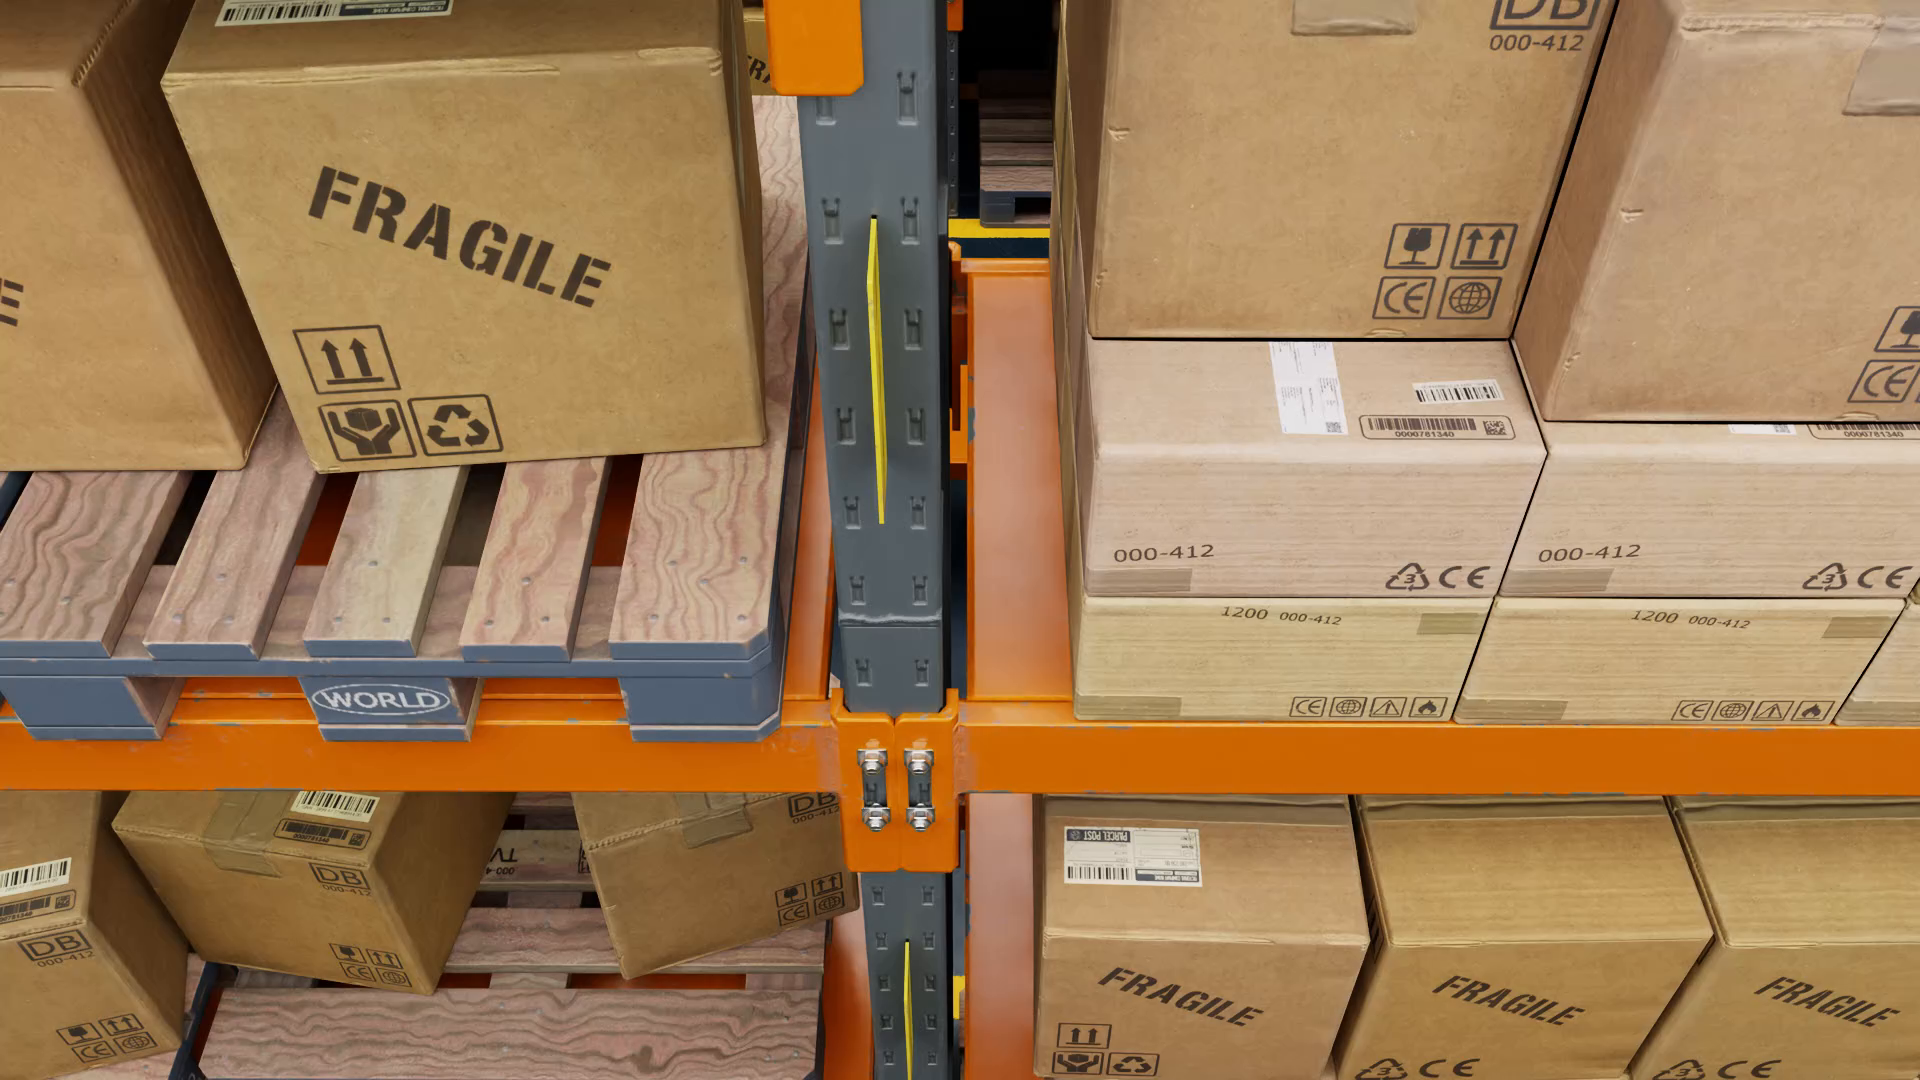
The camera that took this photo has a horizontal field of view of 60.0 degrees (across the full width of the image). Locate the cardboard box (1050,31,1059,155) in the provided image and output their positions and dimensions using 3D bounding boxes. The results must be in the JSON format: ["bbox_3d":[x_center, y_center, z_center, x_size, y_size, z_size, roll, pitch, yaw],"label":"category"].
[{"bbox_3d":[0.678,-2.077,7.555,0.500,0.500,0.700,1,47,1],"label":"cardboard box"}]

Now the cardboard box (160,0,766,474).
[{"bbox_3d":[-0.588,-0.525,2.217,0.600,0.600,0.600,-4,47,-4],"label":"cardboard box"}]

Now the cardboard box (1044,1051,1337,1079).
[{"bbox_3d":[0.424,0.930,3.267,0.500,0.500,0.500,1,47,1],"label":"cardboard box"}]

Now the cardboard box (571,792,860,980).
[{"bbox_3d":[-0.557,0.421,3.453,0.500,0.500,0.700,-14,49,-13],"label":"cardboard box"}]

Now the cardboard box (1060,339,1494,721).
[{"bbox_3d":[0.401,-0.025,2.277,0.500,0.250,0.500,0,47,0],"label":"cardboard box"}]

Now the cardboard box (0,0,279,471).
[{"bbox_3d":[-1.256,-0.510,2.203,0.600,0.600,0.600,0,47,0],"label":"cardboard box"}]

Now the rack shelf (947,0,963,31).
[{"bbox_3d":[1.930,-2.612,7.123,4.000,0.370,1.077,0,47,0],"label":"rack shelf"}]

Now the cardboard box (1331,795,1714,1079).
[{"bbox_3d":[0.902,0.597,2.894,0.500,0.500,0.500,-1,47,-1],"label":"cardboard box"}]

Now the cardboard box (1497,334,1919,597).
[{"bbox_3d":[0.901,-0.195,2.094,0.500,0.250,0.500,0,47,0],"label":"cardboard box"}]

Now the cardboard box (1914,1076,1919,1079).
[{"bbox_3d":[1.437,0.932,3.265,0.500,0.500,0.500,0,47,0],"label":"cardboard box"}]

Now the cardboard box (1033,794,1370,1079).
[{"bbox_3d":[0.386,0.596,2.895,0.500,0.500,0.500,1,47,1],"label":"cardboard box"}]

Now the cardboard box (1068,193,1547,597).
[{"bbox_3d":[0.401,-0.195,2.094,0.500,0.250,0.500,0,47,0],"label":"cardboard box"}]

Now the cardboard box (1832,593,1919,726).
[{"bbox_3d":[1.401,-0.018,2.271,0.500,0.250,0.500,0,47,0],"label":"cardboard box"}]

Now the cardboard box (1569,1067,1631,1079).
[{"bbox_3d":[0.936,0.929,3.268,0.500,0.500,0.500,1,47,1],"label":"cardboard box"}]

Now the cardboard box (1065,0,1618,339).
[{"bbox_3d":[0.402,-0.660,2.014,0.500,0.500,0.700,0,47,0],"label":"cardboard box"}]

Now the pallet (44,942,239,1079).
[{"bbox_3d":[-2.140,0.820,3.569,1.213,0.211,1.003,0,47,0],"label":"pallet"}]

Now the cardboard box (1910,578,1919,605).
[{"bbox_3d":[1.401,-0.185,2.084,0.500,0.250,0.500,0,47,0],"label":"cardboard box"}]

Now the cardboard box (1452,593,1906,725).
[{"bbox_3d":[0.901,-0.021,2.273,0.500,0.250,0.500,0,47,0],"label":"cardboard box"}]

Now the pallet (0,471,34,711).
[{"bbox_3d":[-1.773,-0.248,2.511,1.003,0.211,1.213,0,47,0],"label":"pallet"}]

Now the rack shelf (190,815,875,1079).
[{"bbox_3d":[-2.084,1.003,3.759,4.000,0.370,1.077,0,47,0],"label":"rack shelf"}]

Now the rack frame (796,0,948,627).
[{"bbox_3d":[-0.084,-1.281,1.294,0.127,3.000,1.000,0,47,0],"label":"rack frame"}]

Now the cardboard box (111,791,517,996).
[{"bbox_3d":[-1.245,0.466,3.412,0.500,0.500,0.700,7,47,6],"label":"cardboard box"}]

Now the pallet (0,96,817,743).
[{"bbox_3d":[-0.736,-0.248,2.511,1.003,0.211,1.213,0,47,0],"label":"pallet"}]

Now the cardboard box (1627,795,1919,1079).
[{"bbox_3d":[1.416,0.599,2.892,0.500,0.500,0.500,-1,47,-1],"label":"cardboard box"}]

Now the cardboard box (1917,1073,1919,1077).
[{"bbox_3d":[1.932,0.599,2.891,0.500,0.500,0.500,1,47,1],"label":"cardboard box"}]

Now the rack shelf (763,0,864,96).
[{"bbox_3d":[-2.084,-0.905,1.709,4.000,0.370,1.077,0,47,0],"label":"rack shelf"}]

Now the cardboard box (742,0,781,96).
[{"bbox_3d":[-0.720,-2.180,7.411,0.750,0.750,0.750,1,47,1],"label":"cardboard box"}]

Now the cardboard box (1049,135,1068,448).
[{"bbox_3d":[0.403,-0.401,2.627,0.500,0.250,0.500,0,47,0],"label":"cardboard box"}]

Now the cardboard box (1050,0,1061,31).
[{"bbox_3d":[0.534,-2.444,7.453,0.250,0.149,0.380,0,47,0],"label":"cardboard box"}]

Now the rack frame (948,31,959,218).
[{"bbox_3d":[-0.070,-2.863,6.865,0.127,3.000,1.000,0,47,0],"label":"rack frame"}]

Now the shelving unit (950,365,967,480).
[{"bbox_3d":[-0.076,-0.511,5.701,1.083,1.500,0.587,0,47,0],"label":"shelving unit"}]

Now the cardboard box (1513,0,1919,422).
[{"bbox_3d":[0.902,-0.555,1.917,0.500,0.500,0.700,0,47,0],"label":"cardboard box"}]

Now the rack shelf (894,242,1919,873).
[{"bbox_3d":[1.916,-0.008,2.650,4.000,0.370,1.077,0,47,0],"label":"rack shelf"}]

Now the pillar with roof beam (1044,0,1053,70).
[{"bbox_3d":[0.618,-2.387,2.324,0.400,9.000,9.100,0,47,0],"label":"pillar with roof beam"}]

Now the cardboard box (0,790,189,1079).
[{"bbox_3d":[-1.851,0.627,3.262,0.500,0.500,0.700,-11,48,-10],"label":"cardboard box"}]

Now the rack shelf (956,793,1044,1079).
[{"bbox_3d":[1.916,1.014,3.748,4.000,0.370,1.077,0,47,0],"label":"rack shelf"}]

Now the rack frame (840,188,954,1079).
[{"bbox_3d":[-0.084,0.763,3.490,0.127,3.000,1.000,0,47,0],"label":"rack frame"}]

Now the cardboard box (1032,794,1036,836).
[{"bbox_3d":[0.417,0.543,3.627,0.500,0.500,0.500,1,47,1],"label":"cardboard box"}]

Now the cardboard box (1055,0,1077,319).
[{"bbox_3d":[0.403,-0.575,2.448,0.500,0.250,0.500,0,47,0],"label":"cardboard box"}]

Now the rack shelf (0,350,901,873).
[{"bbox_3d":[-2.084,-0.019,2.661,4.000,0.370,1.077,0,47,0],"label":"rack shelf"}]

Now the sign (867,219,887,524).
[{"bbox_3d":[-0.083,-0.163,1.681,0.005,0.325,0.100,0,47,0],"label":"sign"}]

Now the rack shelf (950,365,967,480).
[{"bbox_3d":[-0.085,-0.389,5.833,1.000,0.185,0.538,0,47,0],"label":"rack shelf"}]

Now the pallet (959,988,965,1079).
[{"bbox_3d":[0.602,1.716,4.509,1.213,0.211,1.003,0,47,0],"label":"pallet"}]

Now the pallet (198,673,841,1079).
[{"bbox_3d":[-0.883,0.747,3.637,1.213,0.211,1.003,0,47,0],"label":"pallet"}]

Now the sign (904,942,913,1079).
[{"bbox_3d":[-0.083,0.775,2.688,0.005,0.325,0.100,0,47,0],"label":"sign"}]

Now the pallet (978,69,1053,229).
[{"bbox_3d":[0.691,-1.853,7.831,1.213,0.211,1.003,0,47,0],"label":"pallet"}]
